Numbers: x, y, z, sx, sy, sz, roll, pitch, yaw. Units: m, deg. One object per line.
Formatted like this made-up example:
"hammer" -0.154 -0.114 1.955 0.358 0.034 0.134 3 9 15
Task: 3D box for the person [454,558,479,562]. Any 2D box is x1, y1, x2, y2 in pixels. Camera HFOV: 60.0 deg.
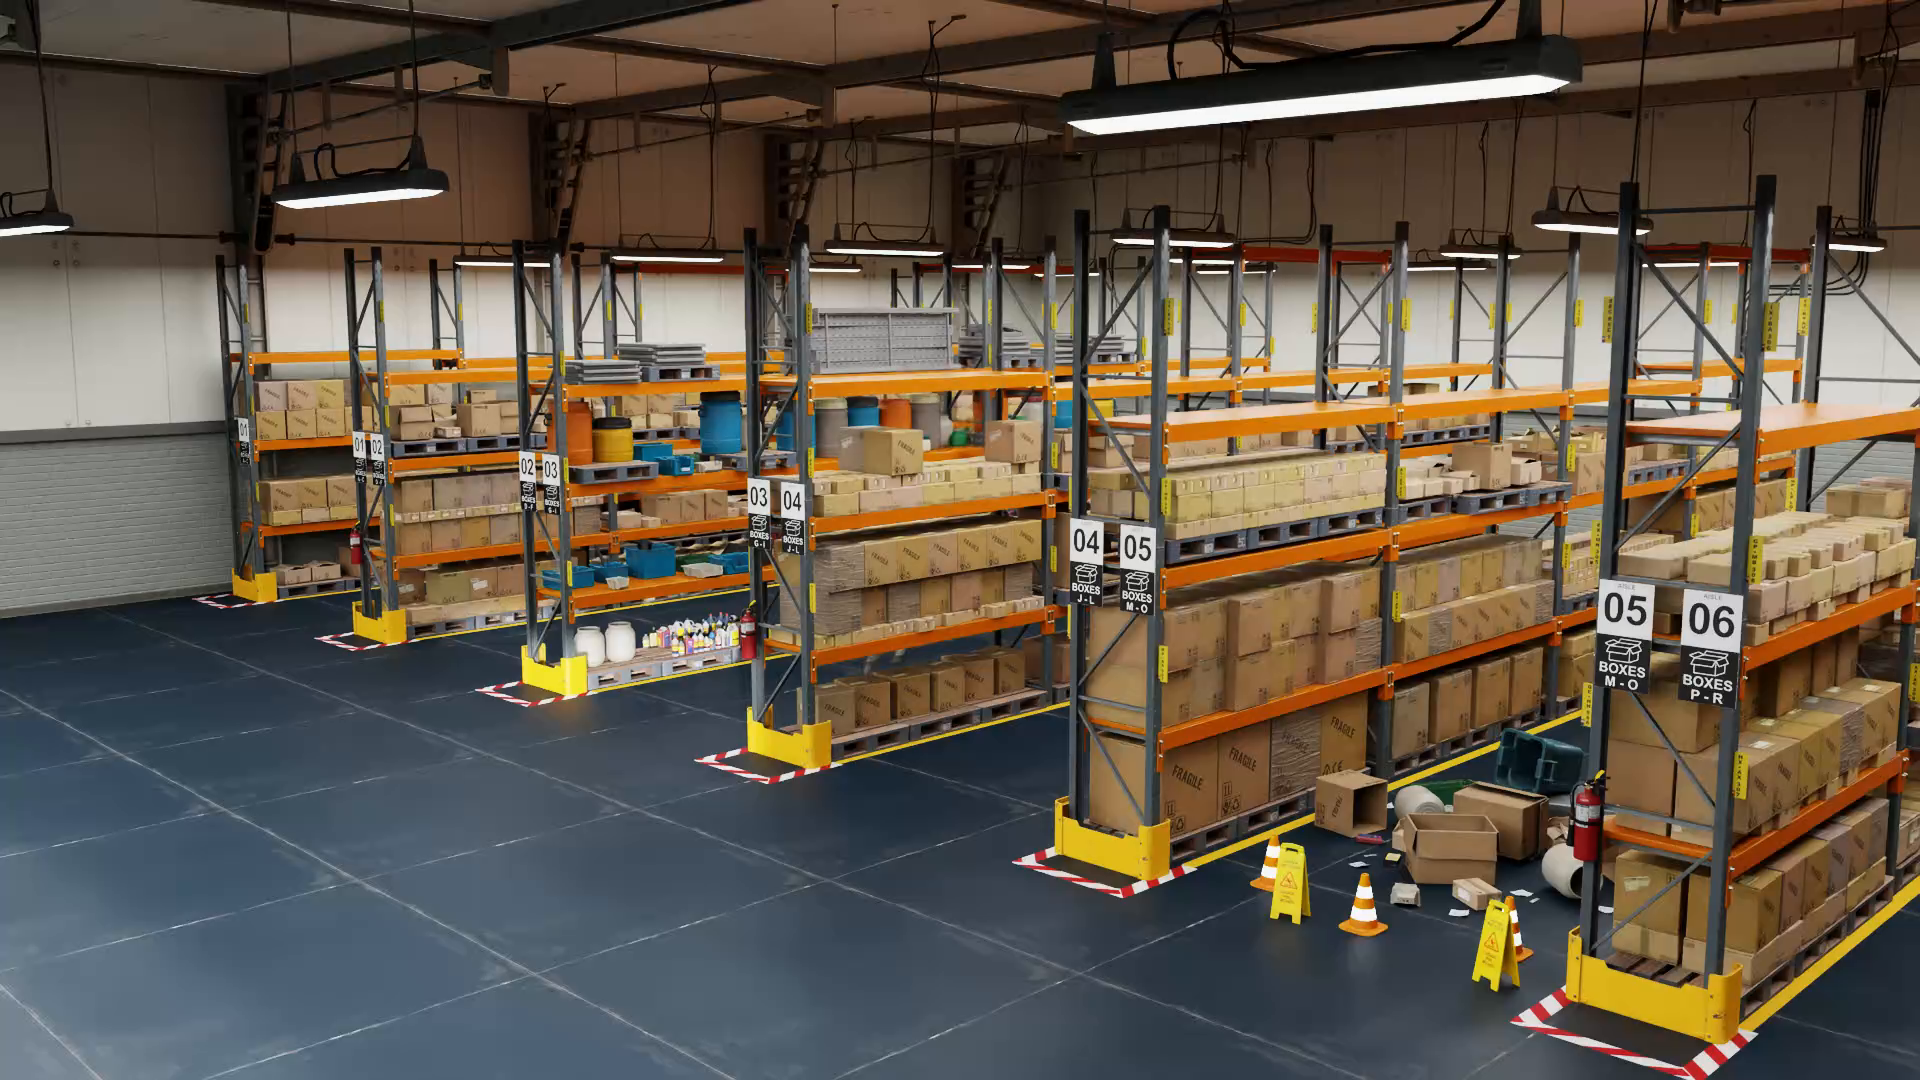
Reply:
"person" -8.560 0.250 28.720 0.646 1.723 0.609 7 11 40

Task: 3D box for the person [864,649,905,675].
"person" -1.064 0.888 22.622 0.643 1.844 0.868 5 9 31
